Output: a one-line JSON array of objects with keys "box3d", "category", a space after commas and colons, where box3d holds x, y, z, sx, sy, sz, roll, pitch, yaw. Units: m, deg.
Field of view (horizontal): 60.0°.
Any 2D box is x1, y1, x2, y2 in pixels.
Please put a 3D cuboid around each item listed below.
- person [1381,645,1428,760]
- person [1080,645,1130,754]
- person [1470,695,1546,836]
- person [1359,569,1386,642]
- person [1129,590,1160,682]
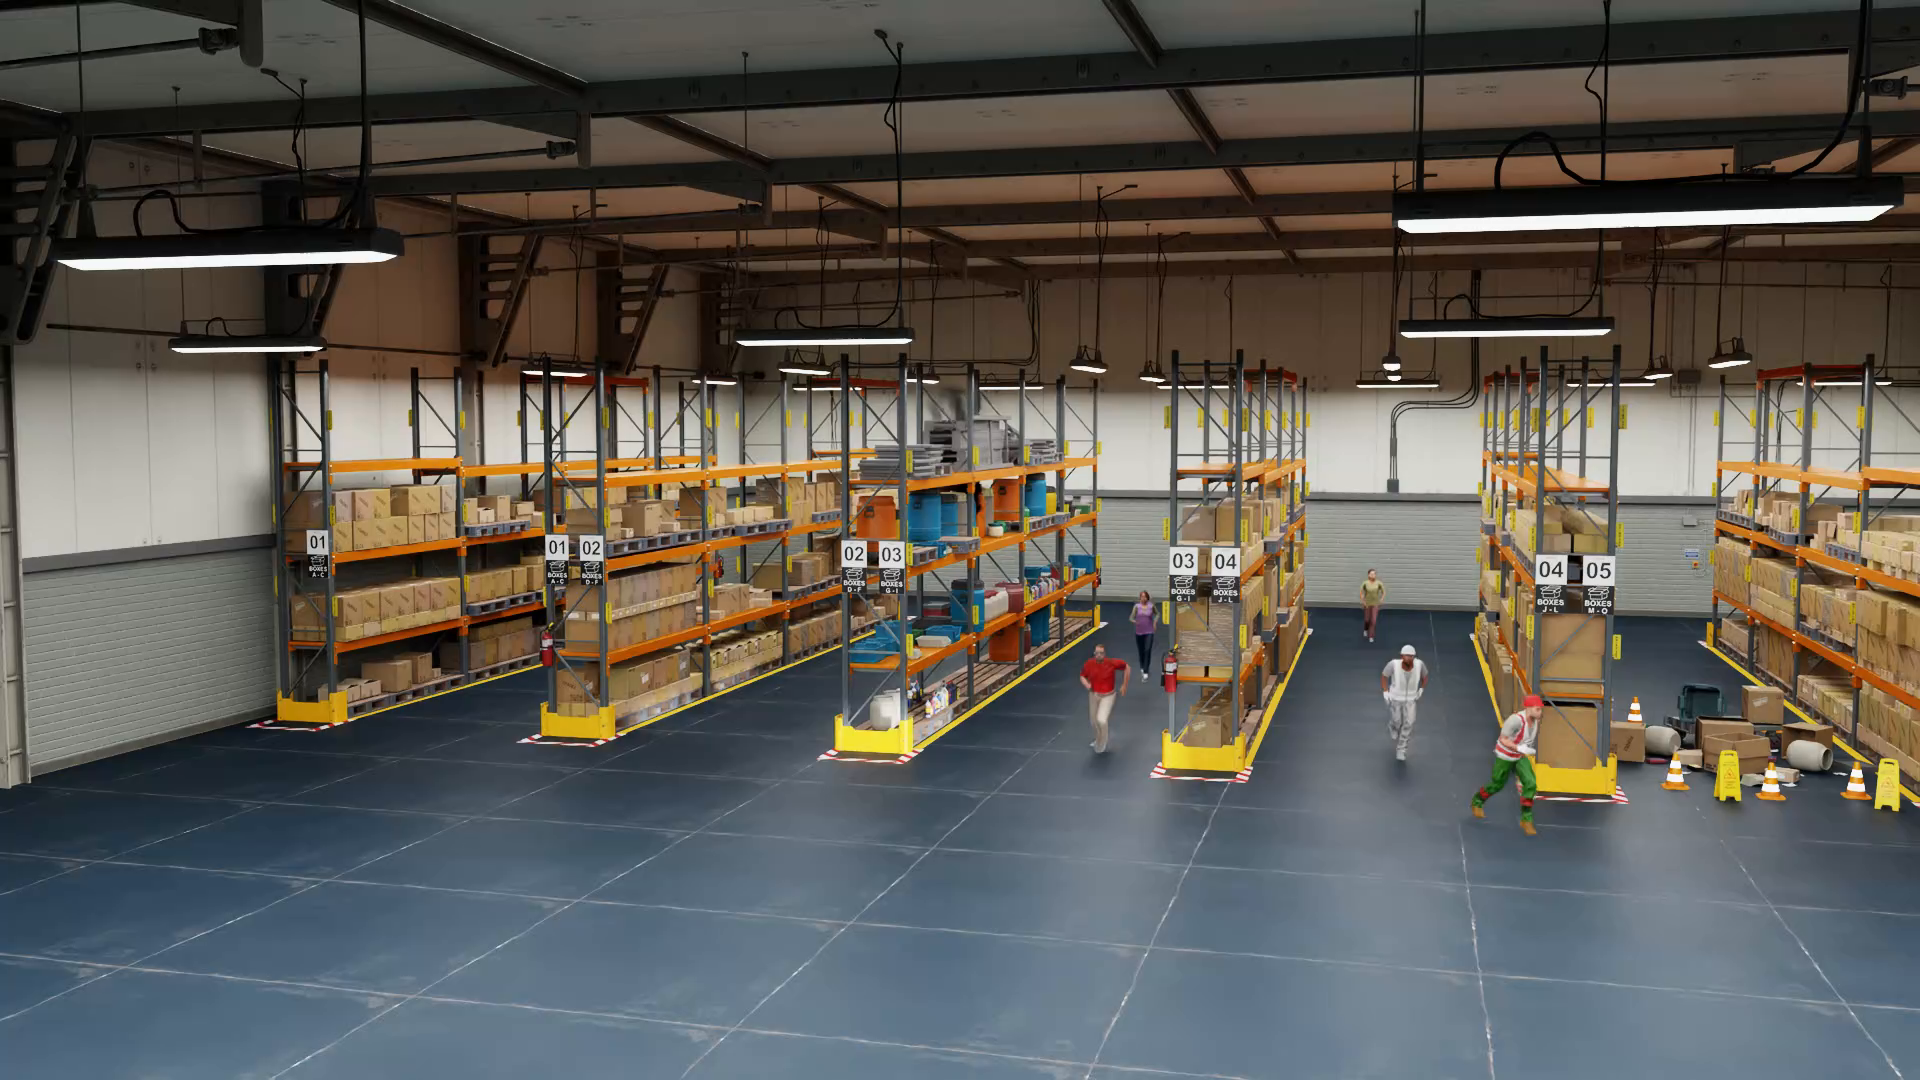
[{"box3d": [6.607, 2.387, 24.805, 0.681, 1.723, 0.912, 0, 4, -2], "category": "person"}, {"box3d": [2.167, 2.393, 24.984, 0.708, 1.691, 0.857, 2, 5, 25], "category": "person"}, {"box3d": [6.721, 2.711, 20.399, 0.704, 1.732, 1.056, -3, 5, -35], "category": "person"}, {"box3d": [9.363, 1.476, 37.766, 0.600, 1.647, 0.605, 1, 4, 9], "category": "person"}, {"box3d": [3.350, 1.721, 30.253, 0.537, 1.615, 0.809, 1, 4, 10], "category": "person"}]
